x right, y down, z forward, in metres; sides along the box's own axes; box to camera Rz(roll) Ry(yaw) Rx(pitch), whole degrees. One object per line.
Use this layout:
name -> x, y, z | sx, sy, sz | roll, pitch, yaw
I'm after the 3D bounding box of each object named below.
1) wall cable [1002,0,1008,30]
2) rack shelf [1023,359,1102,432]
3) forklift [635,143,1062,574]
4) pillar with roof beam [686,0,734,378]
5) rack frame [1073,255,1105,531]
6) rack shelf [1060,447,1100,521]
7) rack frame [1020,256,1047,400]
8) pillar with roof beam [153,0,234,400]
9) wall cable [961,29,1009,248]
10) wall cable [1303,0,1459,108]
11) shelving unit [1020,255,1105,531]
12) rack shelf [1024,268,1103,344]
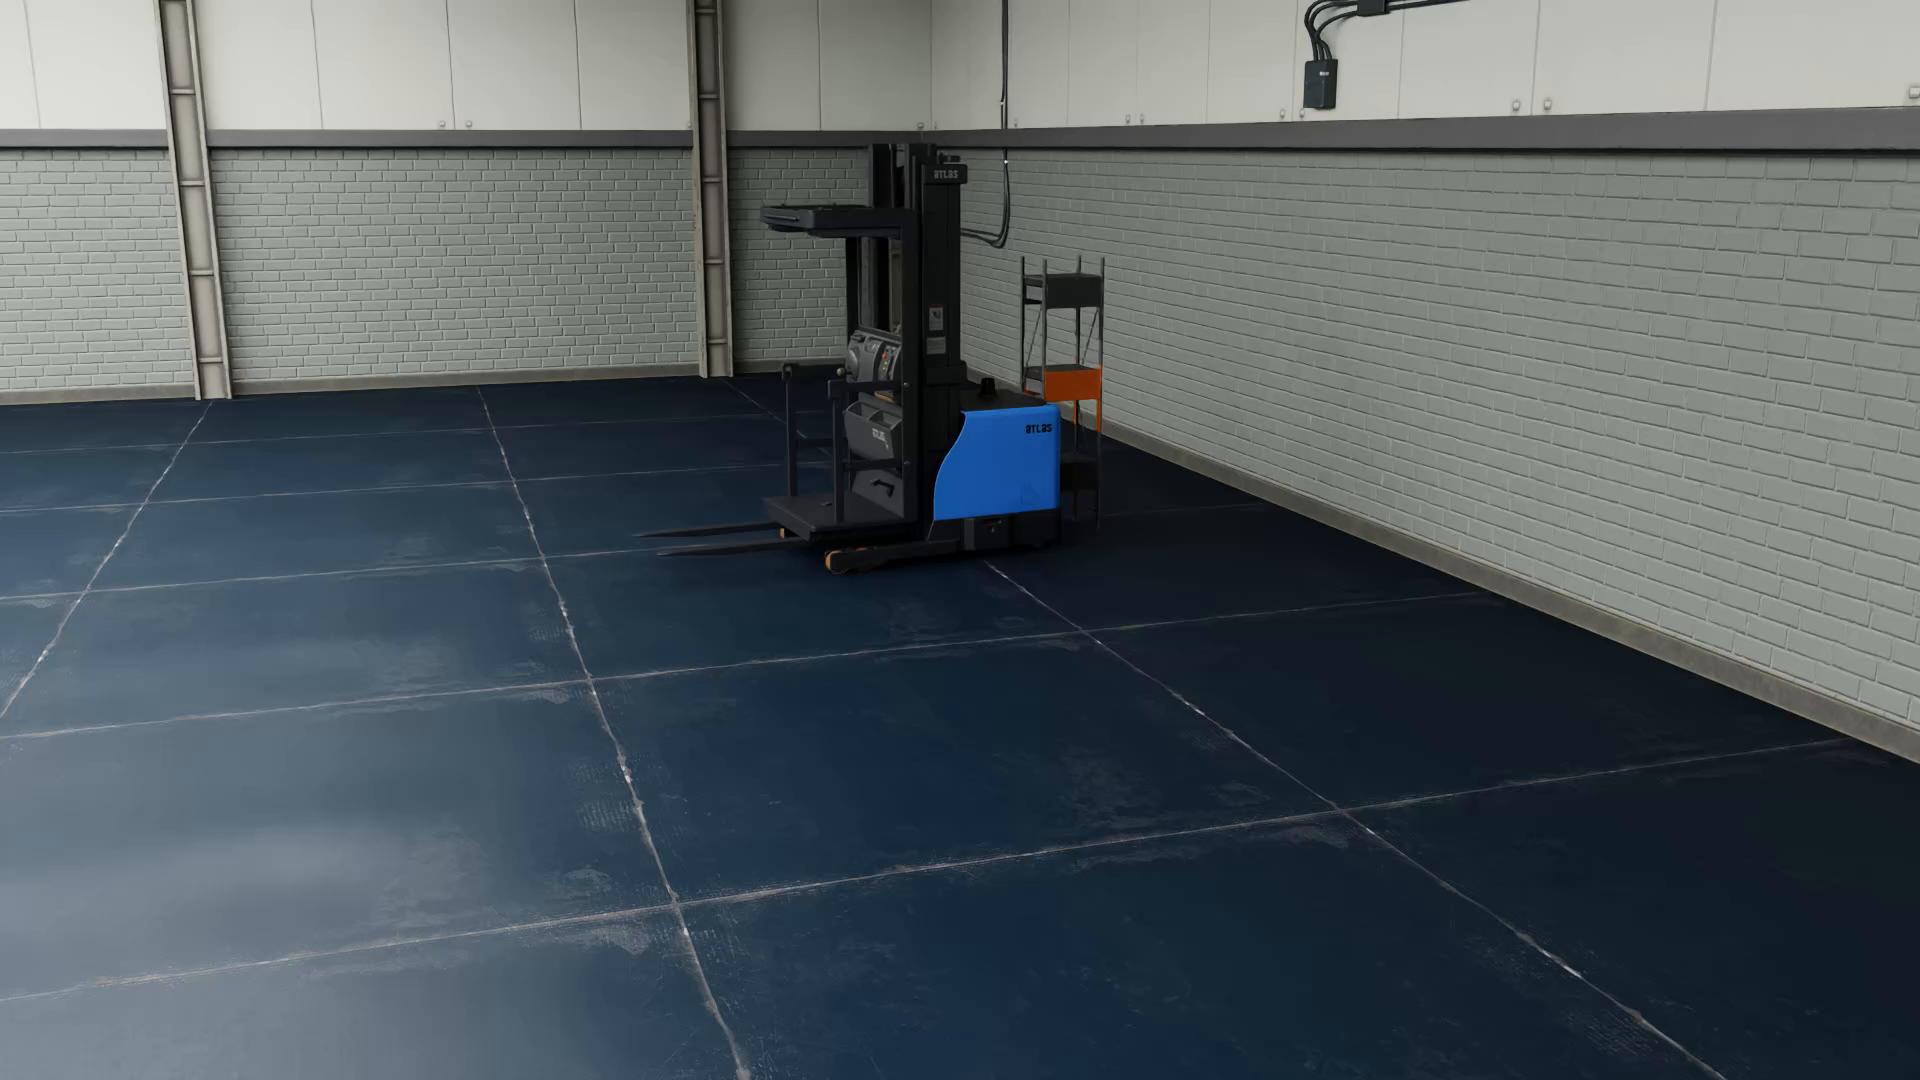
wall cable -> 0.908, -6.797, 17.567 | 0.112, 2.526, 3.097 | -4, 14, -18
rack shelf -> 0.773, -1.099, 12.786 | 0.480, 0.518, 0.431 | -6, 15, -24
forklift -> -0.806, -1.326, 11.882 | 3.031, 2.935, 1.130 | -6, 15, -24
pillar with roof beam -> -1.796, -5.572, 16.622 | 0.400, 9.000, 9.100 | -4, 14, -18
rack frame -> 0.995, -1.136, 12.882 | 0.015, 2.100, 0.400 | -6, 15, -24
rack shelf -> 0.773, -0.418, 12.948 | 0.480, 0.518, 0.431 | -6, 15, -24
rack frame -> 0.551, -1.089, 12.684 | 0.015, 2.100, 0.400 | -6, 15, -24
pillar with roof beam -> -7.483, -5.129, 14.761 | 0.400, 9.000, 9.100 | -4, 14, -18
wall cable -> 0.045, -4.933, 20.646 | 0.112, 2.526, 3.097 | -4, 14, -18
wall cable -> 3.058, -6.015, 11.135 | 0.169, 6.003, 2.305 | -4, 14, -18
shelving unit -> 0.773, -1.113, 12.783 | 0.503, 2.100, 0.431 | -6, 15, -24
rack shelf -> 0.773, -1.780, 12.624 | 0.480, 0.518, 0.431 | -6, 15, -24
